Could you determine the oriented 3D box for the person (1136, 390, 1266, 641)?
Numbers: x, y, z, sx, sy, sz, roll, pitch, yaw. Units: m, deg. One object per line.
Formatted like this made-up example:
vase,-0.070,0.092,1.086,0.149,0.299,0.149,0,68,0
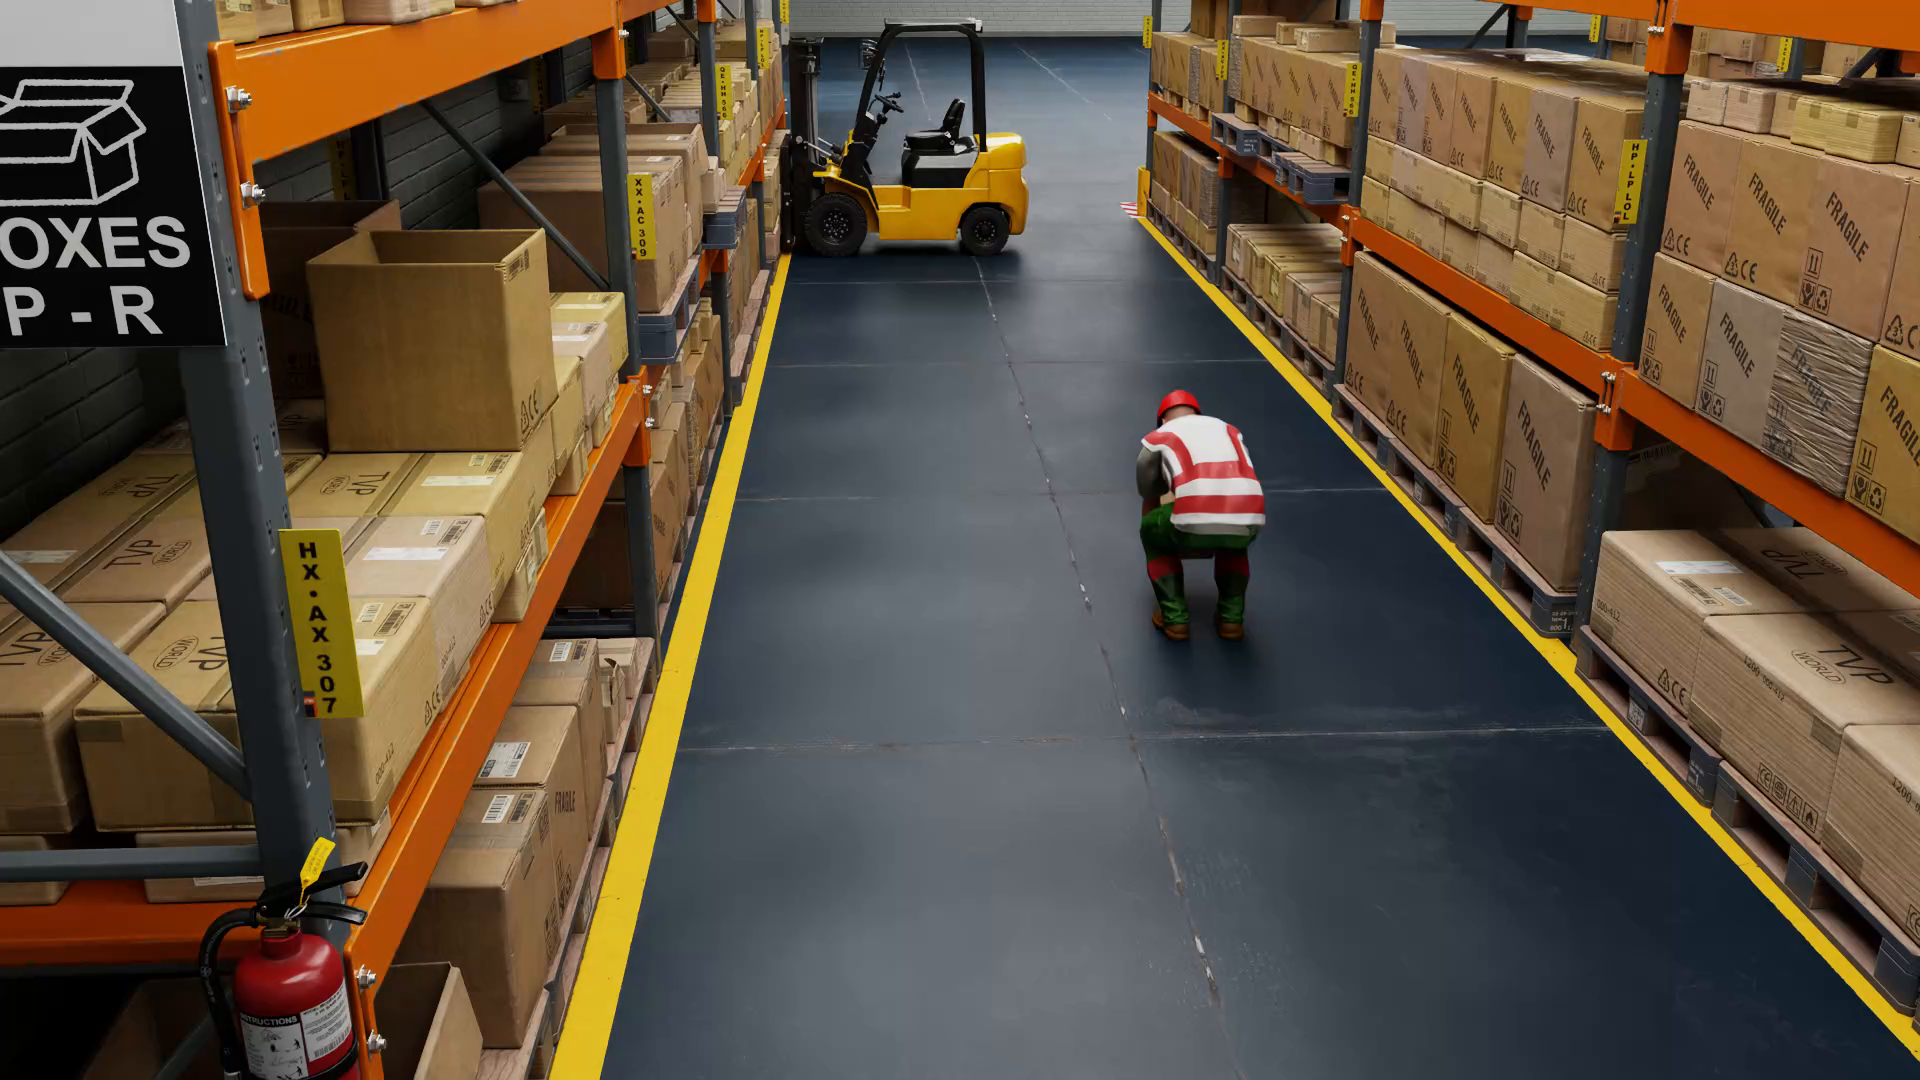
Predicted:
person,1.074,-0.105,7.499,0.530,0.985,0.922,-2,20,-5
